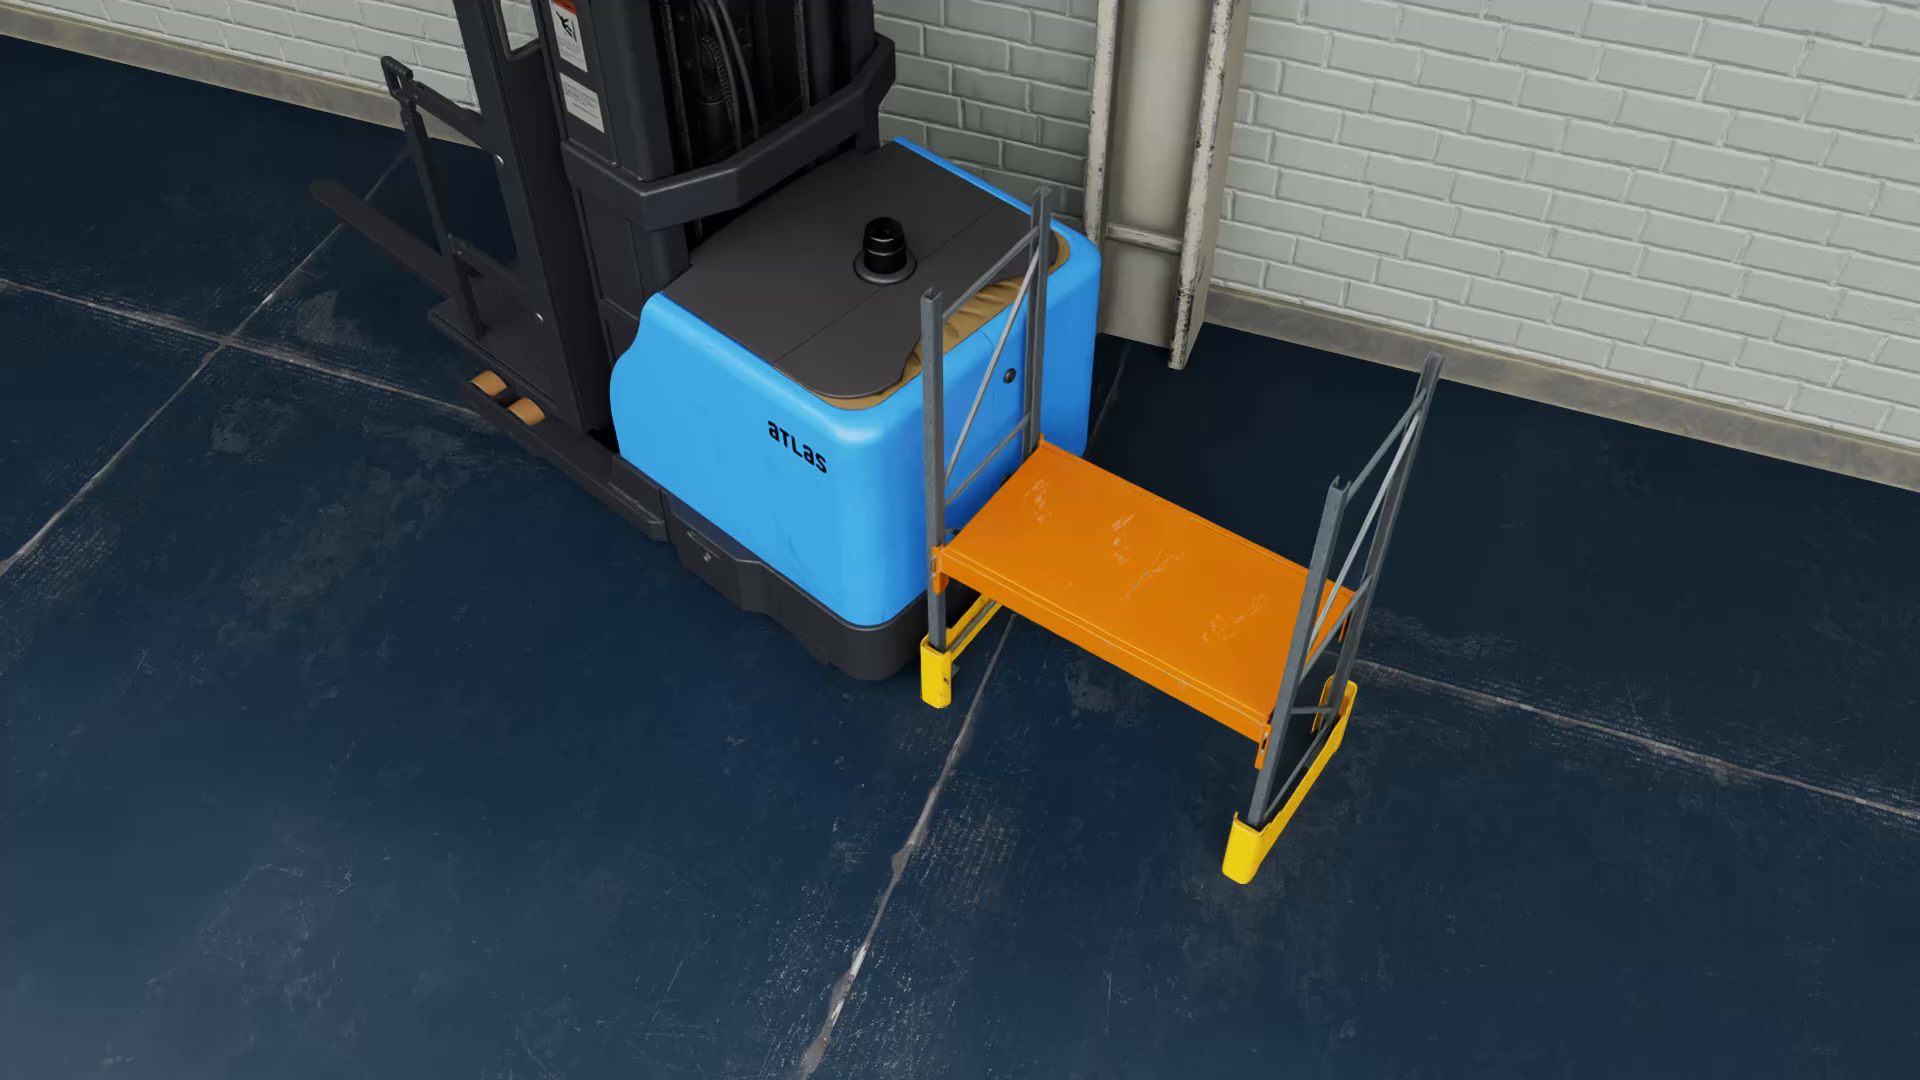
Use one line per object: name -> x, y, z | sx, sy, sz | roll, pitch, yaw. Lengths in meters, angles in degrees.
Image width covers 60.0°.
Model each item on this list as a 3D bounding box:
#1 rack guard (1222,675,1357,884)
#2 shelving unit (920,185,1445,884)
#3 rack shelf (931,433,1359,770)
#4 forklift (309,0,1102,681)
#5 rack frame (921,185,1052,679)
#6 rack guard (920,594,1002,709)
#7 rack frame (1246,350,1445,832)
rack guard -> 0.898, 0.647, 4.524 | 0.087, 0.250, 0.587 | 28, 55, 22
shelving unit -> 0.490, 0.022, 4.239 | 1.083, 1.500, 0.587 | 28, 55, 22
rack shelf -> 0.483, 0.135, 4.378 | 1.000, 0.185, 0.538 | 28, 55, 22
forklift -> -1.030, -1.530, 4.636 | 3.031, 2.935, 1.130 | 34, 57, 26
rack frame -> 0.066, -0.203, 4.433 | 0.032, 1.500, 0.500 | 28, 55, 22
rack guard -> 0.082, 0.215, 4.898 | 0.087, 0.250, 0.587 | 28, 55, 22
rack frame -> 0.899, 0.238, 4.051 | 0.032, 1.500, 0.500 | 28, 55, 22
